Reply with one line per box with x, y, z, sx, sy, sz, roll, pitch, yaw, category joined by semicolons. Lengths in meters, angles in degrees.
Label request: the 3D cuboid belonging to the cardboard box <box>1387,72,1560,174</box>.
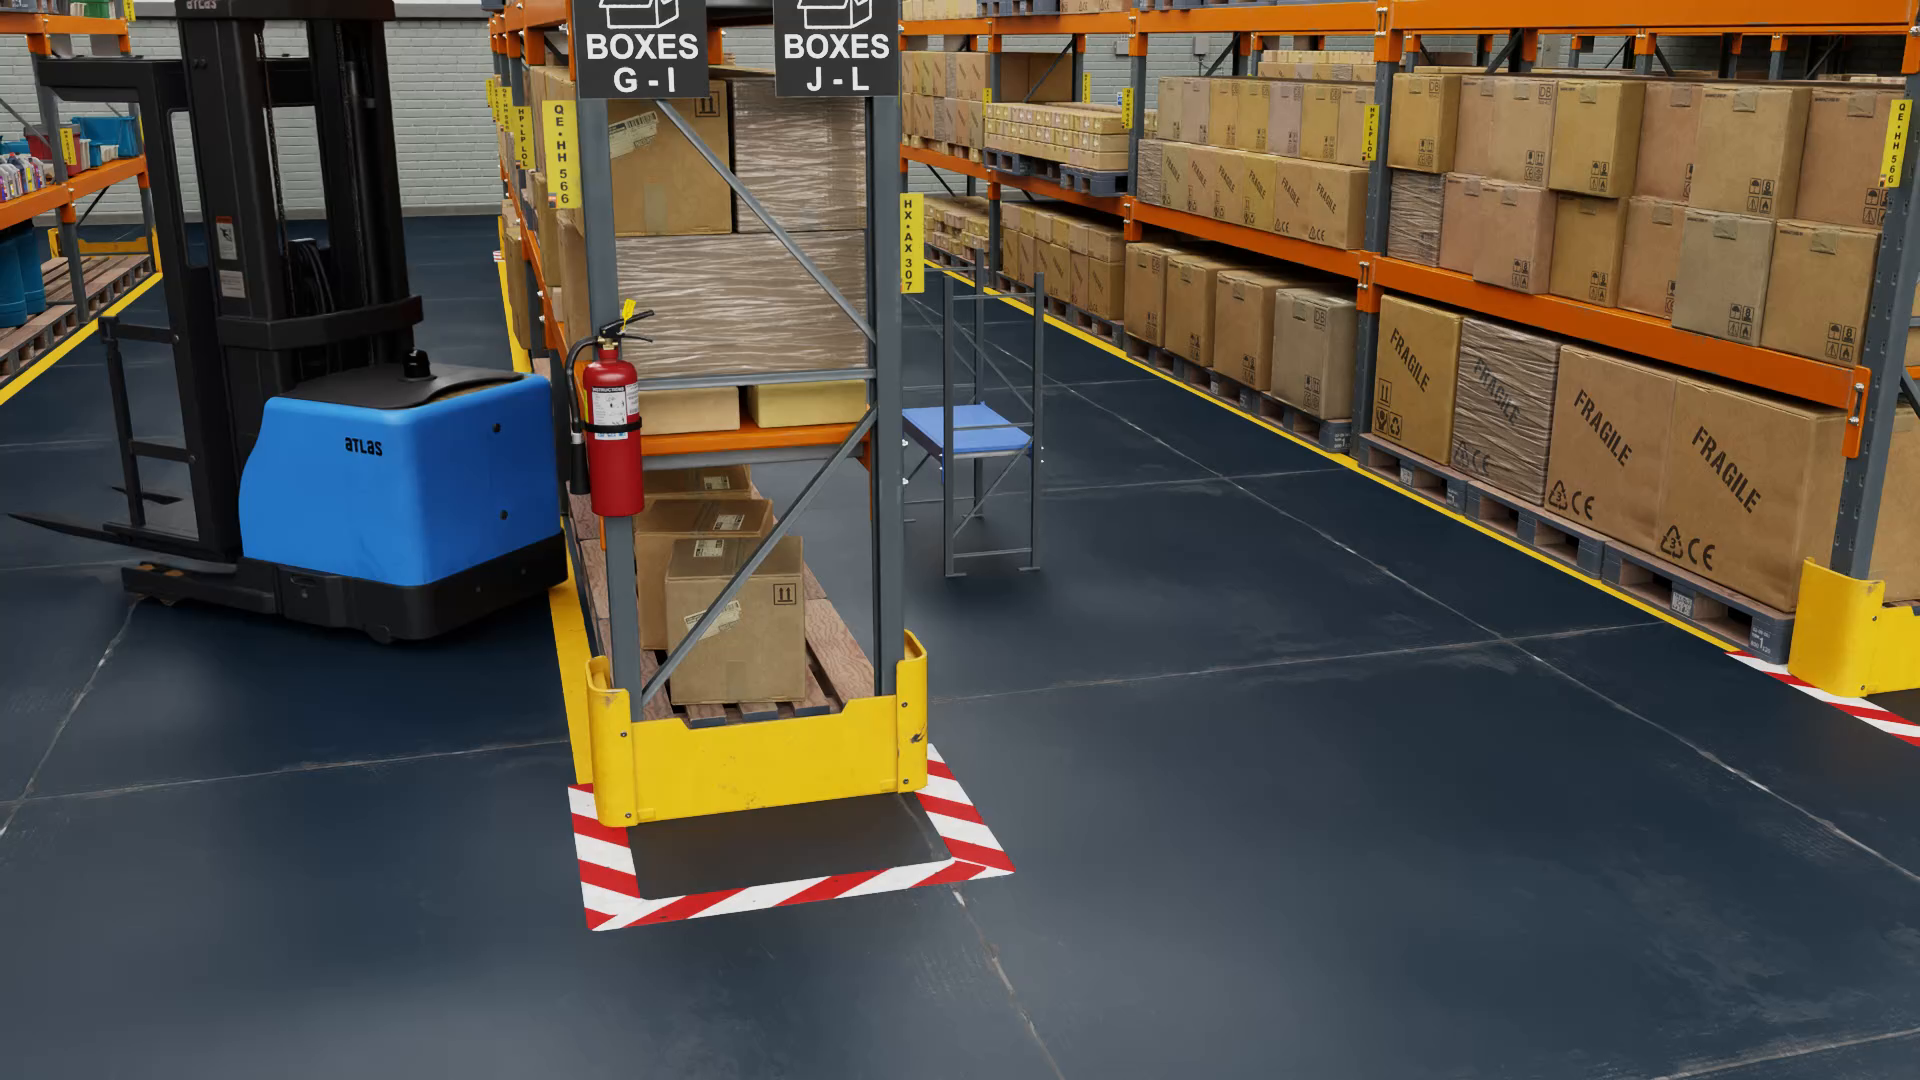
3.075;-2.478;9.849;0.875;0.550;0.550;-5;17;-15;cardboard box

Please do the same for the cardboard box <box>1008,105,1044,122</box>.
0.691;-4.210;16.425;0.380;0.149;0.250;-5;17;-16;cardboard box

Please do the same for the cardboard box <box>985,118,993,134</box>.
0.474;-4.284;17.190;0.380;0.149;0.250;-4;17;-14;cardboard box

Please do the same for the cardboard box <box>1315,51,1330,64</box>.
4.658;-6.017;20.730;0.380;0.149;0.250;-5;17;-17;cardboard box

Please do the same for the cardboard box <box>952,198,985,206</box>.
0.112;-4.233;21.021;0.380;0.149;0.250;-4;17;-14;cardboard box

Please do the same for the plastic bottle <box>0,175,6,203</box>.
-7.884;-2.909;13.625;0.061;0.283;0.133;-5;17;-15;plastic bottle

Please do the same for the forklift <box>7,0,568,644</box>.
-3.455;-1.220;7.917;3.031;2.935;1.130;8;19;26;forklift

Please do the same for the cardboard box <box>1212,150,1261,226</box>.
2.187;-2.584;12.168;0.500;0.500;0.500;-5;17;-16;cardboard box

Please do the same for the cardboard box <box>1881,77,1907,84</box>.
7.193;-3.414;12.556;0.380;0.149;0.250;-5;17;-17;cardboard box

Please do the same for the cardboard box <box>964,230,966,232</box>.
0.265;-3.470;18.999;0.380;0.149;0.250;-5;17;-15;cardboard box

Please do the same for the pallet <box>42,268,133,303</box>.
-9.329;-2.653;17.419;1.003;0.211;1.213;-5;17;-15;pallet

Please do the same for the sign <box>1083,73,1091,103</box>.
1.341;-4.806;17.724;0.100;0.325;0.005;-5;17;-15;sign

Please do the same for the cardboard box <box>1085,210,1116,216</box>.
1.544;-3.095;16.353;0.500;0.250;0.500;-6;18;-18;cardboard box

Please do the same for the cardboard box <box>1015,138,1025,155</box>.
0.760;-3.856;16.282;0.380;0.149;0.250;-5;18;-18;cardboard box

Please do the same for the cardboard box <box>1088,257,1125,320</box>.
1.476;-2.265;14.894;0.500;0.500;0.500;-5;17;-16;cardboard box

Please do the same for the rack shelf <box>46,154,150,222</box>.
-9.300;-3.659;17.170;1.077;0.370;4.000;-5;17;-15;rack shelf

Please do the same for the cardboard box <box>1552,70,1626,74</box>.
6.097;-4.310;16.173;0.500;0.500;0.500;-4;17;-14;cardboard box

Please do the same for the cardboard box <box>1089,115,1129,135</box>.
1.332;-3.565;14.279;0.380;0.149;0.250;-5;18;-17;cardboard box

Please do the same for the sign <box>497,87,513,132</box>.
-3.422;-3.245;12.530;0.100;0.325;0.005;-5;17;-15;sign

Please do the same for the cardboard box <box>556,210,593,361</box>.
-1.068;-0.996;6.364;0.875;0.500;0.500;-5;17;-15;cardboard box

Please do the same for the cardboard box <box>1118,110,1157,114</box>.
1.679;-3.899;15.391;0.380;0.149;0.250;-4;17;-13;cardboard box

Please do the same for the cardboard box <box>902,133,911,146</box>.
-0.517;-5.077;21.076;0.380;0.149;0.250;-5;17;-16;cardboard box

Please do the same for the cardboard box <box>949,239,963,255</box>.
0.089;-3.410;19.315;0.380;0.149;0.250;-5;17;-15;cardboard box

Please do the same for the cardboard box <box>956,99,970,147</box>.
0.262;-4.652;18.534;0.500;0.500;0.500;-5;17;-17;cardboard box

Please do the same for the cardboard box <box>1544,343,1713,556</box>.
3.613;-0.496;8.353;0.875;0.875;0.875;-5;17;-16;cardboard box

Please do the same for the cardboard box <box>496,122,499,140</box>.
-5.215;-4.865;19.678;0.500;0.250;0.500;-5;17;-17;cardboard box

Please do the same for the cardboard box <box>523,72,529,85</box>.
-3.627;-4.004;15.149;0.797;0.503;0.637;-5;17;-15;cardboard box

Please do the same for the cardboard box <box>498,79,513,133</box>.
-4.372;-4.378;16.753;0.500;0.500;0.500;-4;17;-14;cardboard box

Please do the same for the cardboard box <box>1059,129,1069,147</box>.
1.116;-3.639;15.043;0.380;0.149;0.250;-5;17;-15;cardboard box

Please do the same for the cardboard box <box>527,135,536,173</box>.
-2.355;-2.352;10.659;0.797;0.503;0.637;-3;17;-10;cardboard box

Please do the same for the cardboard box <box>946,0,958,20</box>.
0.148;-5.965;18.642;0.500;0.250;0.500;-5;17;-16;cardboard box

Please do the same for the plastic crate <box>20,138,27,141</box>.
-9.918;-4.229;18.004;0.416;0.233;0.300;-5;17;-15;plastic crate

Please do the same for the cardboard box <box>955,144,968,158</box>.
0.163;-4.434;18.935;0.380;0.149;0.250;-5;18;-18;cardboard box

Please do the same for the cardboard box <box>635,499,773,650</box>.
-1.043;0.137;6.899;0.500;0.500;0.500;0;17;-1;cardboard box

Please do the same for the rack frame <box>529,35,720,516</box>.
-1.790;-1.629;9.162;1.000;3.000;0.127;-5;17;-15;rack frame

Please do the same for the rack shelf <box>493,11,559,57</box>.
-3.439;-4.381;14.359;1.077;0.370;4.000;-5;17;-15;rack shelf

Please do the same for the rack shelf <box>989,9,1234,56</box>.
1.358;-4.745;15.571;1.077;0.370;4.000;-5;17;-15;rack shelf

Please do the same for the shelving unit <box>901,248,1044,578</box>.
0.023;-0.695;8.658;0.538;1.500;1.048;-5;17;-15;shelving unit

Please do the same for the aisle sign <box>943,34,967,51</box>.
-0.022;-6.602;21.197;0.394;0.787;0.004;-5;17;-15;aisle sign

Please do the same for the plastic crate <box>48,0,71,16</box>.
-8.828;-5.190;16.028;0.497;0.269;0.590;-5;17;-15;plastic crate

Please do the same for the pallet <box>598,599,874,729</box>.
-0.901;0.564;6.707;1.003;0.211;1.213;-5;17;-15;pallet

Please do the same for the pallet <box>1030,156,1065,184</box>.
1.324;-3.552;15.897;1.003;0.211;1.213;-5;17;-15;pallet

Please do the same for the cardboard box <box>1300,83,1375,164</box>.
2.722;-2.799;11.145;0.700;0.500;0.500;-5;17;-16;cardboard box

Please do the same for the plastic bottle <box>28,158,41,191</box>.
-8.224;-3.251;14.763;0.061;0.283;0.133;-5;17;-15;plastic bottle

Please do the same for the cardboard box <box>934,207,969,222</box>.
-0.093;-3.899;19.910;0.380;0.149;0.250;-4;17;-14;cardboard box

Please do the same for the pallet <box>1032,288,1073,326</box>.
1.363;-2.317;16.300;1.003;0.211;1.213;-5;17;-15;pallet

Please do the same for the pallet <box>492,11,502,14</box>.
-3.427;-4.565;14.049;1.003;0.211;1.213;-4;17;-13;pallet

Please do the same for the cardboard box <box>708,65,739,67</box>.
-1.402;-2.196;8.619;0.500;0.500;0.500;-5;17;-15;cardboard box

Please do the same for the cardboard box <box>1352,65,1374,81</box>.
5.013;-5.402;19.810;0.500;0.500;0.500;-5;17;-16;cardboard box

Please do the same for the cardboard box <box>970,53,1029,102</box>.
0.419;-4.984;17.902;0.500;0.500;0.500;-5;18;-17;cardboard box

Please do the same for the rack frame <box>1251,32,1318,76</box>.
4.441;-5.732;22.820;1.000;3.000;0.127;-5;17;-15;rack frame
